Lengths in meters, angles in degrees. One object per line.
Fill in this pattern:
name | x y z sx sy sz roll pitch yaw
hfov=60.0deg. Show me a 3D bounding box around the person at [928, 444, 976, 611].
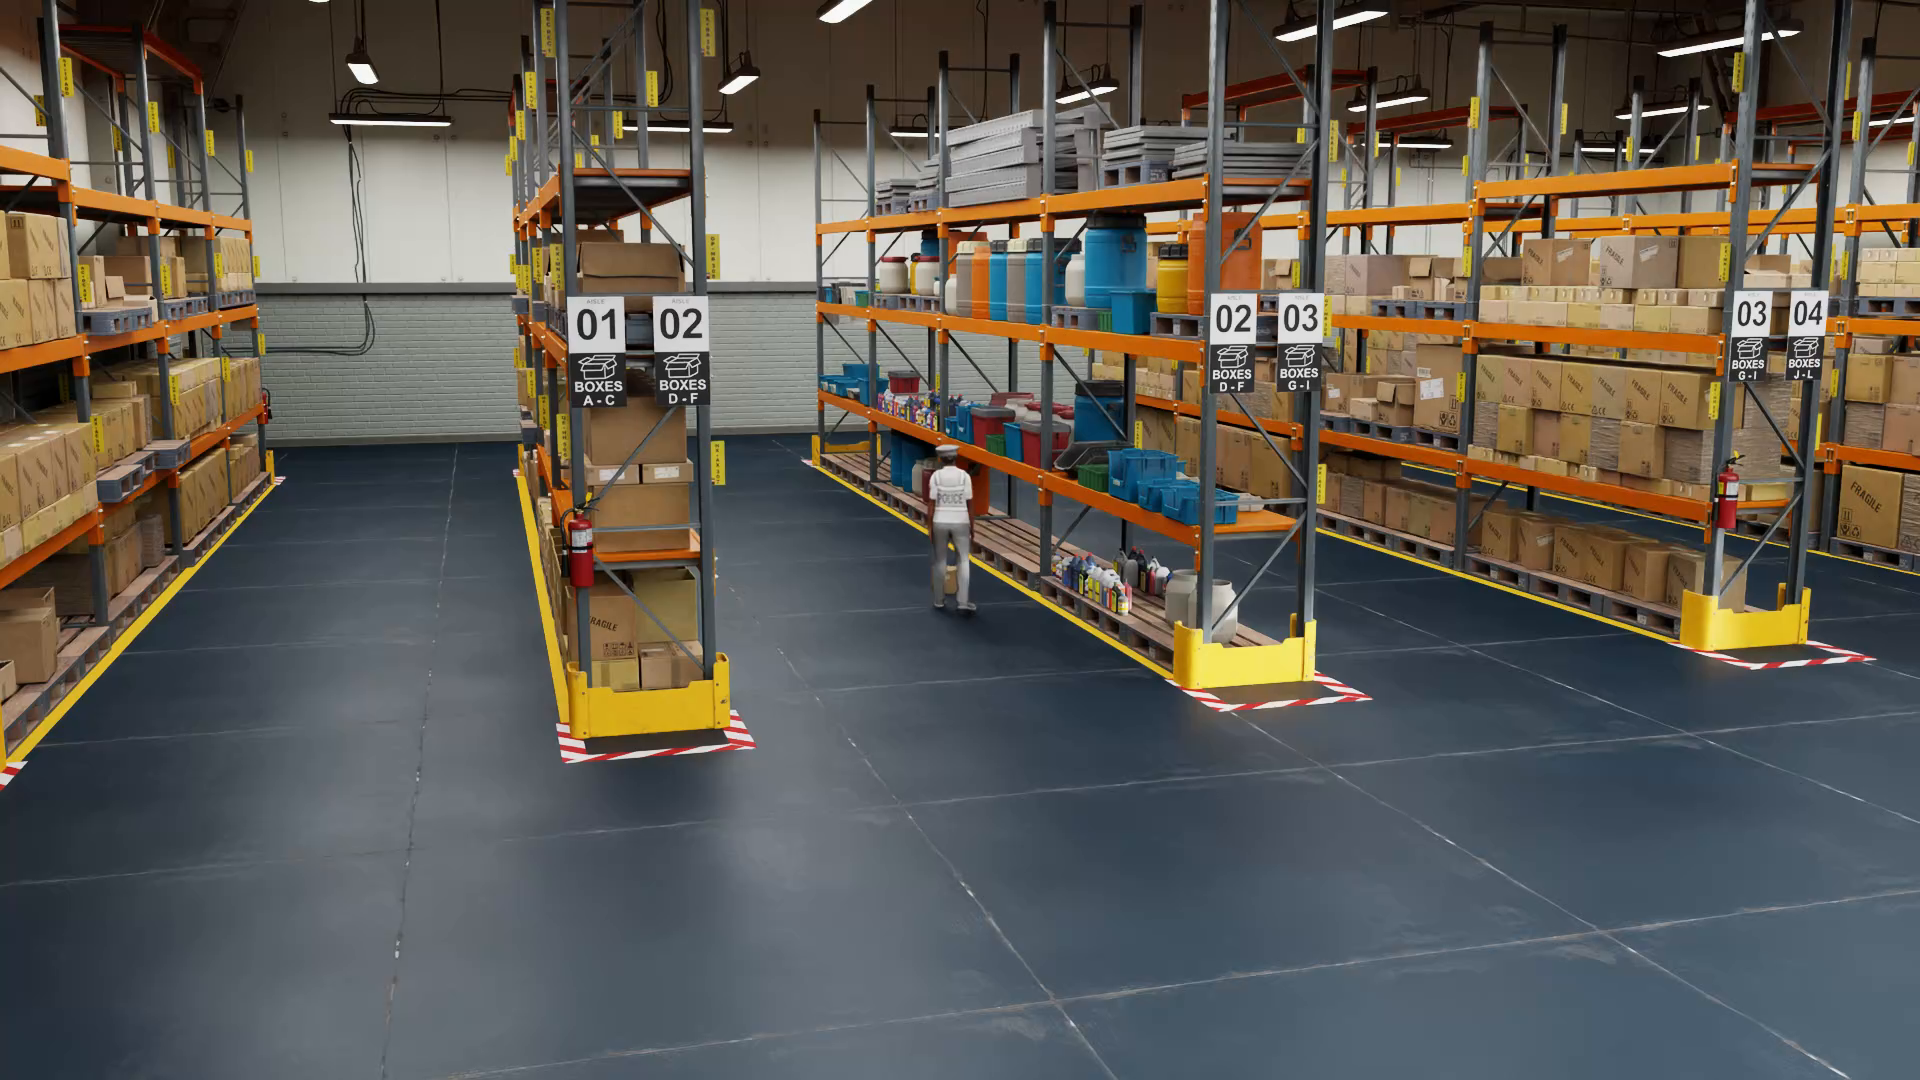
person | -0.079 -0.125 16.601 0.484 1.653 0.649 0 9 3
